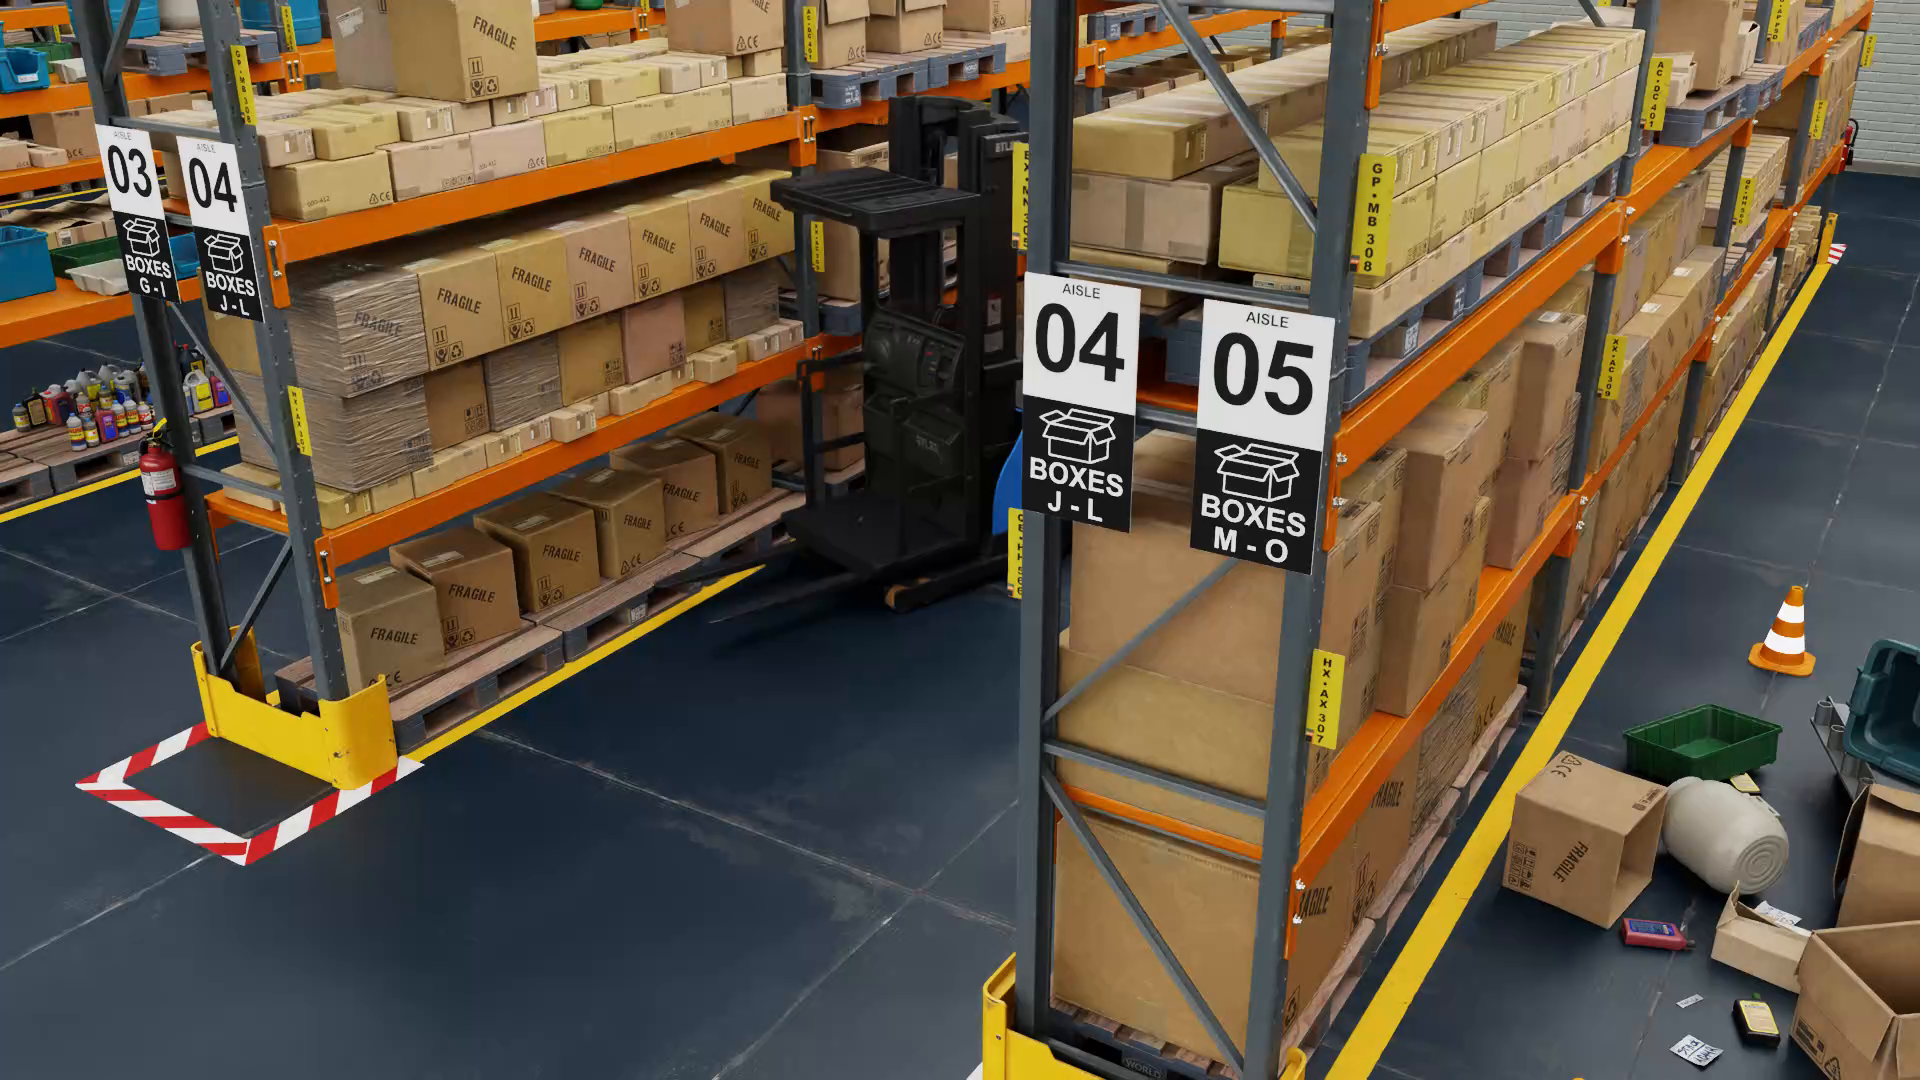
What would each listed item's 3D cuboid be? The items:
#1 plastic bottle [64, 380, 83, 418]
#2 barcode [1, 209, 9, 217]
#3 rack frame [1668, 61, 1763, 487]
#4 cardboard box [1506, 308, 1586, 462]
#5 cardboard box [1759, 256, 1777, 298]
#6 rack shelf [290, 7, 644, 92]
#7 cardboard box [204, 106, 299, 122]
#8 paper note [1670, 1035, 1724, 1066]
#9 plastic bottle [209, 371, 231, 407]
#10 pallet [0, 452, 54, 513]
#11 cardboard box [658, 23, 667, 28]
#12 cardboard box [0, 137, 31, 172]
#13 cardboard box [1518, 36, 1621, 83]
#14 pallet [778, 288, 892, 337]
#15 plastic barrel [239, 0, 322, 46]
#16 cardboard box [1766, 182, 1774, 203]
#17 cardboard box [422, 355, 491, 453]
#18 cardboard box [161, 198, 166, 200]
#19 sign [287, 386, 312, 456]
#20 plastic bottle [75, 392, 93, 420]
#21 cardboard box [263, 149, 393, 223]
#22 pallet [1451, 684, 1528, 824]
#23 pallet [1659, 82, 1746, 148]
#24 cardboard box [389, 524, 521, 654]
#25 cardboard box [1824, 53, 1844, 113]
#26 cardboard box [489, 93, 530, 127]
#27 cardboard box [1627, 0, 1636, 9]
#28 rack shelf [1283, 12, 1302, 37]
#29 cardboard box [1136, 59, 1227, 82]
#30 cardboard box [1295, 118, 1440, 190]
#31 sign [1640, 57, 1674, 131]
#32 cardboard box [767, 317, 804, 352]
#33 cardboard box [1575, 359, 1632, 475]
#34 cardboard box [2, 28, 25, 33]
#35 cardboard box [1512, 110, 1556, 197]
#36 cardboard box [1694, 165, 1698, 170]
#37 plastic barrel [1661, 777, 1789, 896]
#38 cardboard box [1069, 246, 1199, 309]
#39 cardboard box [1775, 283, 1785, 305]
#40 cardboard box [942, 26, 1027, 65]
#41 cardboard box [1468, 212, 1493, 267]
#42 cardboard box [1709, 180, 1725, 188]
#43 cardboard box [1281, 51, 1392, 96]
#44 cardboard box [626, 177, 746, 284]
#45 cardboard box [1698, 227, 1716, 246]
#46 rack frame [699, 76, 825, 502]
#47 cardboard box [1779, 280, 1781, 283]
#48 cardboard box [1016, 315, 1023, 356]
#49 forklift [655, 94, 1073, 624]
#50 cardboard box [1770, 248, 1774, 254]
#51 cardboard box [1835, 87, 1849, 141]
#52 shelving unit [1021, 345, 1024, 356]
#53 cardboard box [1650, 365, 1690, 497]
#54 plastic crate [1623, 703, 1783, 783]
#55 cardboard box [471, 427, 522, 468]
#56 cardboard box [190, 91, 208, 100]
[{"bbox_3d":[-6.882,-1.092,12.872,0.152,0.276,0.135,13,27,28],"label":"plastic bottle"},{"bbox_3d":[-9.316,-3.186,16.218,0.001,0.075,0.075,14,27,29],"label":"barcode"},{"bbox_3d":[4.880,-1.891,11.843,1.000,3.000,0.127,14,27,29],"label":"rack frame"},{"bbox_3d":[2.355,-0.778,7.724,0.875,0.550,0.550,14,27,29],"label":"cardboard box"},{"bbox_3d":[6.812,-2.326,14.522,0.500,0.250,0.500,13,27,28],"label":"cardboard box"},{"bbox_3d":[-4.543,-4.374,14.708,1.077,0.370,4.000,14,27,29],"label":"rack shelf"},{"bbox_3d":[-3.382,-1.978,7.954,0.380,0.149,0.250,13,27,27],"label":"cardboard box"},{"bbox_3d":[2.908,2.013,6.564,0.142,0.017,0.144,-17,29,-35],"label":"paper note"},{"bbox_3d":[-5.845,-1.202,13.115,0.061,0.283,0.133,16,28,32],"label":"plastic bottle"},{"bbox_3d":[-7.275,-0.331,11.750,1.003,0.211,1.213,14,27,29],"label":"pallet"},{"bbox_3d":[-4.282,-7.519,23.458,0.500,0.500,0.500,15,27,31],"label":"cardboard box"},{"bbox_3d":[-9.582,-3.798,16.437,0.500,0.250,0.500,16,28,32],"label":"cardboard box"},{"bbox_3d":[2.582,-2.047,7.084,0.380,0.149,0.250,14,27,29],"label":"cardboard box"},{"bbox_3d":[-0.864,-1.754,11.767,1.003,0.211,1.213,14,27,29],"label":"pallet"},{"bbox_3d":[-5.514,-4.476,13.407,0.600,0.901,0.708,14,27,29],"label":"plastic barrel"},{"bbox_3d":[6.679,-2.971,14.126,0.380,0.149,0.250,14,27,29],"label":"cardboard box"},{"bbox_3d":[-3.025,-0.821,8.870,0.875,0.500,0.500,14,27,29],"label":"cardboard box"},{"bbox_3d":[-8.565,-3.486,17.754,0.500,0.311,0.500,15,27,30],"label":"cardboard box"},{"bbox_3d":[-3.039,-0.548,7.651,0.100,0.325,0.005,14,27,29],"label":"sign"},{"bbox_3d":[-6.767,-1.038,12.841,0.097,0.201,0.097,0,23,0],"label":"plastic bottle"},{"bbox_3d":[-3.027,-1.681,7.770,0.500,0.250,0.500,15,27,30],"label":"cardboard box"},{"bbox_3d":[2.303,0.979,8.723,1.003,0.211,1.213,14,27,29],"label":"pallet"},{"bbox_3d":[3.998,-2.574,9.883,1.003,0.211,1.213,15,28,31],"label":"pallet"},{"bbox_3d":[-2.870,0.274,9.460,0.500,0.500,0.500,-20,31,-39],"label":"cardboard box"},{"bbox_3d":[7.988,-4.325,15.707,0.500,0.500,0.500,14,27,30],"label":"cardboard box"},{"bbox_3d":[-2.444,-2.231,8.540,0.380,0.149,0.250,13,26,27],"label":"cardboard box"},{"bbox_3d":[4.966,-3.559,11.795,0.500,0.500,0.500,14,27,29],"label":"cardboard box"},{"bbox_3d":[3.885,-6.036,18.547,1.077,0.370,4.000,14,27,29],"label":"rack shelf"},{"bbox_3d":[2.128,-4.374,16.190,0.797,0.503,0.637,14,27,30],"label":"cardboard box"},{"bbox_3d":[1.240,-1.187,5.099,0.380,0.149,0.250,14,27,29],"label":"cardboard box"},{"bbox_3d":[3.243,-2.075,7.742,0.100,0.325,0.005,14,27,29],"label":"sign"},{"bbox_3d":[-1.254,-1.365,10.944,0.380,0.149,0.250,14,27,29],"label":"cardboard box"},{"bbox_3d":[3.276,-0.708,8.984,0.500,0.500,0.500,14,27,30],"label":"cardboard box"},{"bbox_3d":[-12.061,-6.501,20.996,0.380,0.149,0.250,10,25,22],"label":"cardboard box"},{"bbox_3d":[1.931,-1.494,6.310,0.500,0.250,0.500,14,27,29],"label":"cardboard box"},{"bbox_3d":[6.257,-3.331,14.581,0.380,0.149,0.250,13,27,28],"label":"cardboard box"},{"bbox_3d":[3.475,1.346,7.609,0.421,0.421,0.512,-7,24,-17],"label":"plastic barrel"},{"bbox_3d":[0.548,-0.874,5.379,0.380,0.149,0.250,14,27,29],"label":"cardboard box"},{"bbox_3d":[7.453,-2.317,15.513,0.380,0.149,0.250,15,28,31],"label":"cardboard box"},{"bbox_3d":[0.160,-3.721,12.483,0.500,0.250,0.500,15,27,30],"label":"cardboard box"},{"bbox_3d":[1.646,-1.080,5.856,0.380,0.149,0.250,14,27,29],"label":"cardboard box"},{"bbox_3d":[5.701,-2.619,12.563,0.380,0.149,0.250,13,26,27],"label":"cardboard box"},{"bbox_3d":[1.487,-1.842,6.611,0.380,0.149,0.250,14,27,29],"label":"cardboard box"},{"bbox_3d":[-1.657,-1.877,10.052,0.500,0.500,0.500,14,27,29],"label":"cardboard box"},{"bbox_3d":[5.306,-2.226,12.029,0.380,0.149,0.250,15,28,31],"label":"cardboard box"},{"bbox_3d":[-1.390,-1.615,11.204,1.000,3.000,0.127,14,27,29],"label":"rack frame"},{"bbox_3d":[7.774,-2.462,16.221,0.380,0.149,0.250,13,27,28],"label":"cardboard box"},{"bbox_3d":[0.102,-1.599,13.761,0.700,0.500,0.500,11,26,25],"label":"cardboard box"},{"bbox_3d":[-0.457,-1.139,10.193,3.031,2.935,1.130,-17,29,-35],"label":"forklift"},{"bbox_3d":[7.753,-2.740,16.116,0.380,0.149,0.250,13,27,28],"label":"cardboard box"},{"bbox_3d":[8.806,-4.395,17.127,0.500,0.500,0.500,13,27,28],"label":"cardboard box"},{"bbox_3d":[0.530,-0.982,12.038,0.258,1.200,0.189,11,2,24],"label":"shelving unit"},{"bbox_3d":[4.483,-0.865,11.775,1.050,0.750,0.750,13,27,28],"label":"cardboard box"},{"bbox_3d":[3.792,1.056,8.501,0.662,0.188,0.450,-12,16,-26],"label":"plastic crate"},{"bbox_3d":[-2.602,-0.529,9.012,0.380,0.149,0.250,14,27,29],"label":"cardboard box"},{"bbox_3d":[-10.938,-5.800,23.049,0.750,0.750,0.750,14,27,29],"label":"cardboard box"}]
